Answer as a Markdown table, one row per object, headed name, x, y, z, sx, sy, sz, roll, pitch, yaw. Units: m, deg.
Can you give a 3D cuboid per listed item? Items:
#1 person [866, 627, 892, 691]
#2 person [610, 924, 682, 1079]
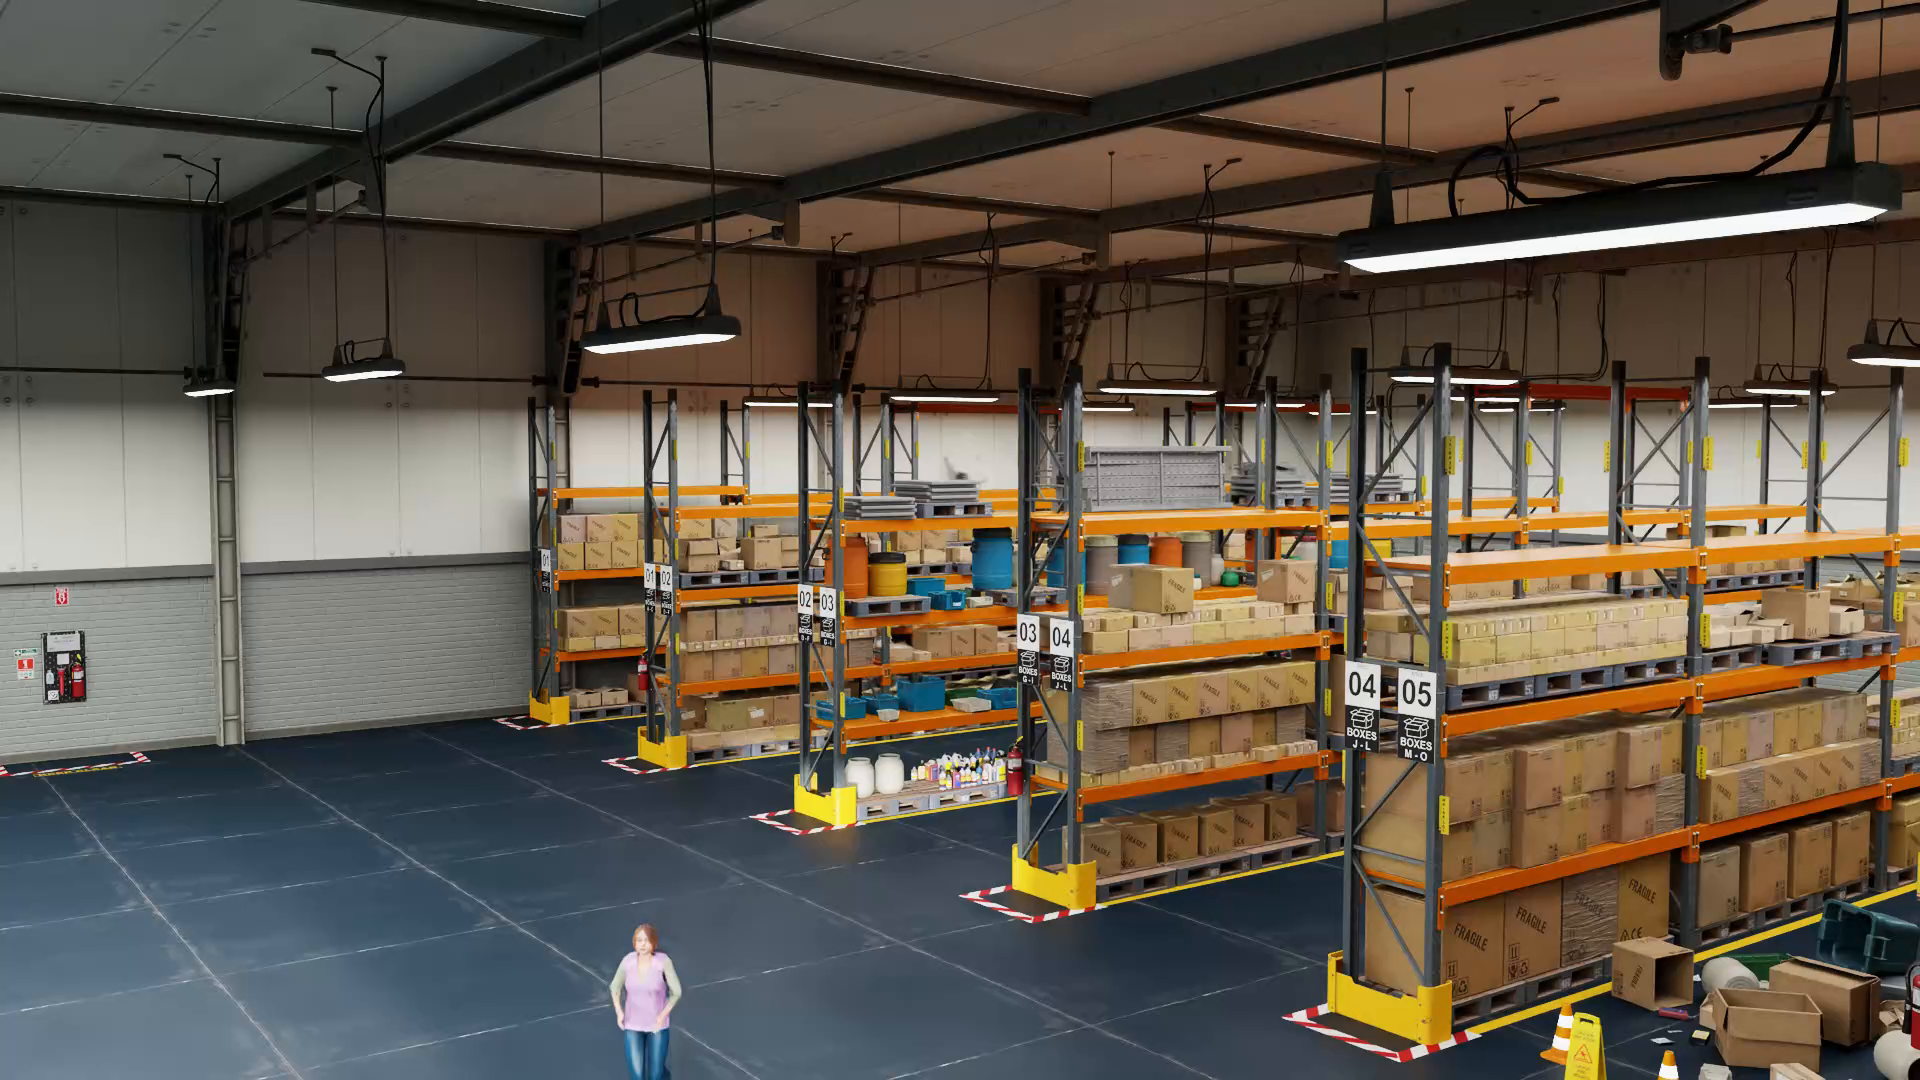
| name | x | y | z | sx | sy | sz | roll | pitch | yaw |
| --- | --- | --- | --- | --- | --- | --- | --- | --- | --- |
| person | -1.510 | 2.399 | 31.424 | 0.964 | 1.763 | 0.655 | -3 | 4 | -40 |
| person | -2.360 | 3.645 | 12.491 | 0.548 | 1.578 | 0.601 | 0 | 3 | 0 |
